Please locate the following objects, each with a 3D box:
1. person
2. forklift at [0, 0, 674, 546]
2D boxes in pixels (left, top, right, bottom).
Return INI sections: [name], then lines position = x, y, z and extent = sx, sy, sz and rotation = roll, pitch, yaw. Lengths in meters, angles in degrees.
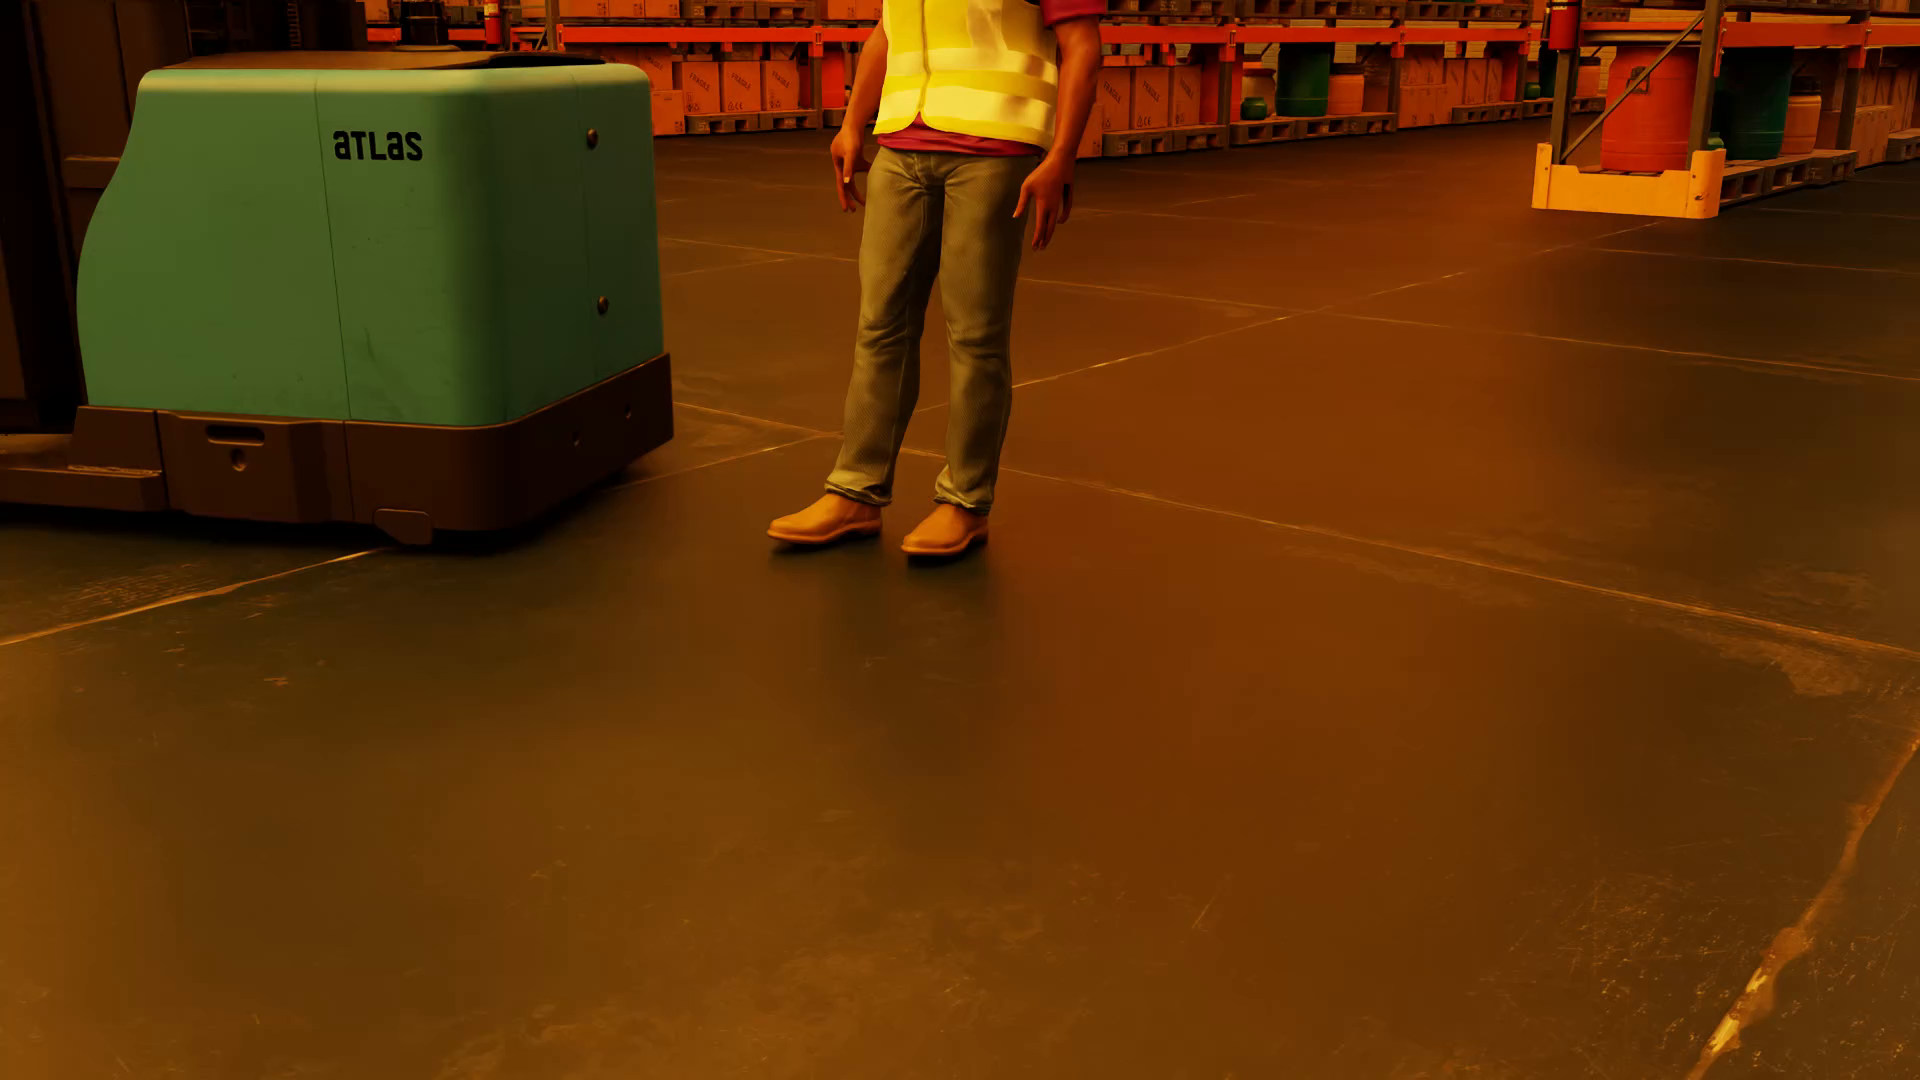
[person]
position = -0.048, -0.837, 3.634
extent = 0.666, 1.768, 0.575
rotation = 13, 21, 37
[forklift]
position = -2.372, -1.596, 4.154
extent = 3.031, 2.935, 1.130
rotation = 4, 17, 13
